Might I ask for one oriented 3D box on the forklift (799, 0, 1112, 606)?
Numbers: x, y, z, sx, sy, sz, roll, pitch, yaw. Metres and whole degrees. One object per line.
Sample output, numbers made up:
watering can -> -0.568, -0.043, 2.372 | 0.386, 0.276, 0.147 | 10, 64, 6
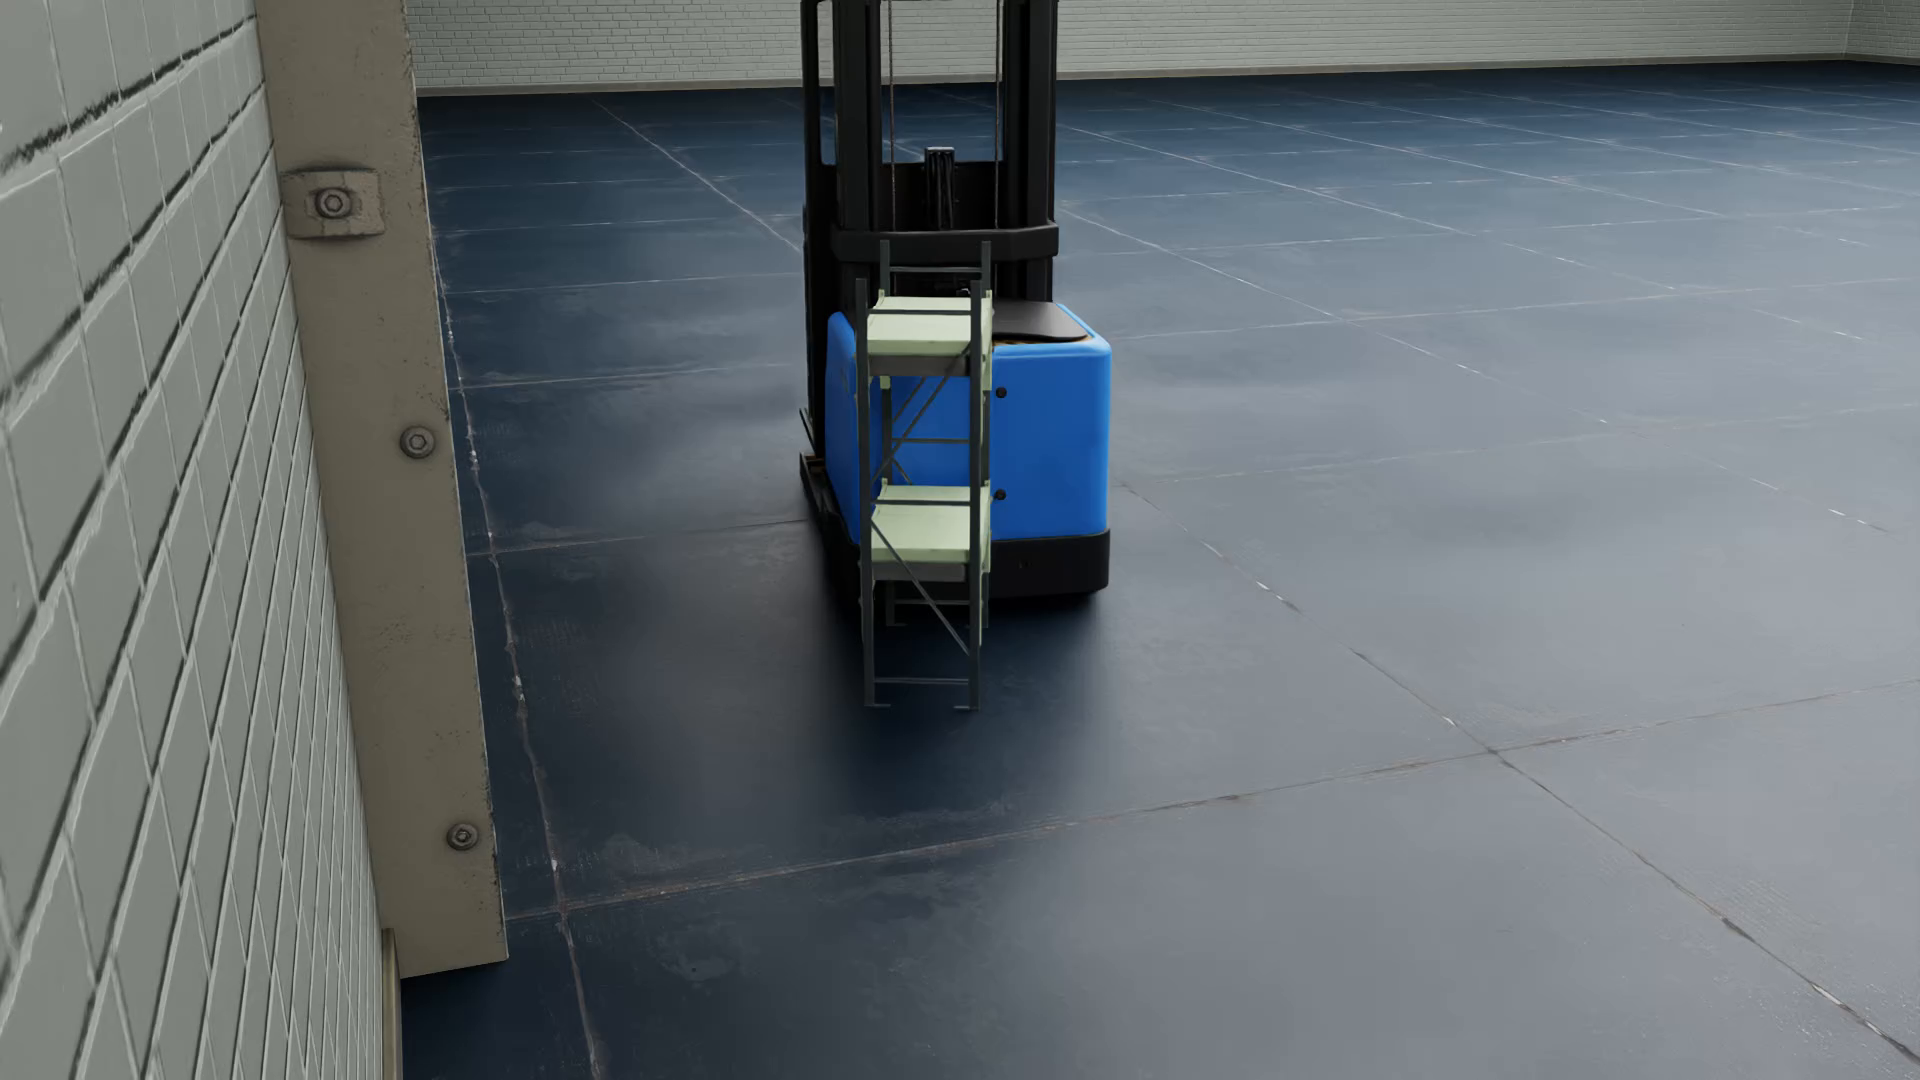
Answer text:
forklift -> -0.174, -1.581, 7.483 | 1.130, 2.935, 3.031 | -4, 20, -10

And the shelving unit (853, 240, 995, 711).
shelving unit -> -0.110, -0.244, 5.876 | 0.431, 1.500, 0.755 | 1, 20, 3

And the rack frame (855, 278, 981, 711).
rack frame -> -0.132, -0.120, 5.532 | 0.400, 1.500, 0.023 | 1, 20, 3

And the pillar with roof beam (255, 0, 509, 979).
pillar with roof beam -> 2.695, -3.641, 4.241 | 9.100, 9.000, 0.400 | -6, 21, -17

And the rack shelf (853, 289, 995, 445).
rack shelf -> -0.110, -0.611, 5.744 | 0.431, 0.370, 0.720 | 1, 20, 3

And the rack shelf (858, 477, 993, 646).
rack shelf -> -0.110, 0.063, 5.986 | 0.431, 0.370, 0.720 | 1, 20, 3

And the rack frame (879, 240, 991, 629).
rack frame -> -0.089, -0.367, 6.220 | 0.400, 1.500, 0.023 | 1, 20, 3
